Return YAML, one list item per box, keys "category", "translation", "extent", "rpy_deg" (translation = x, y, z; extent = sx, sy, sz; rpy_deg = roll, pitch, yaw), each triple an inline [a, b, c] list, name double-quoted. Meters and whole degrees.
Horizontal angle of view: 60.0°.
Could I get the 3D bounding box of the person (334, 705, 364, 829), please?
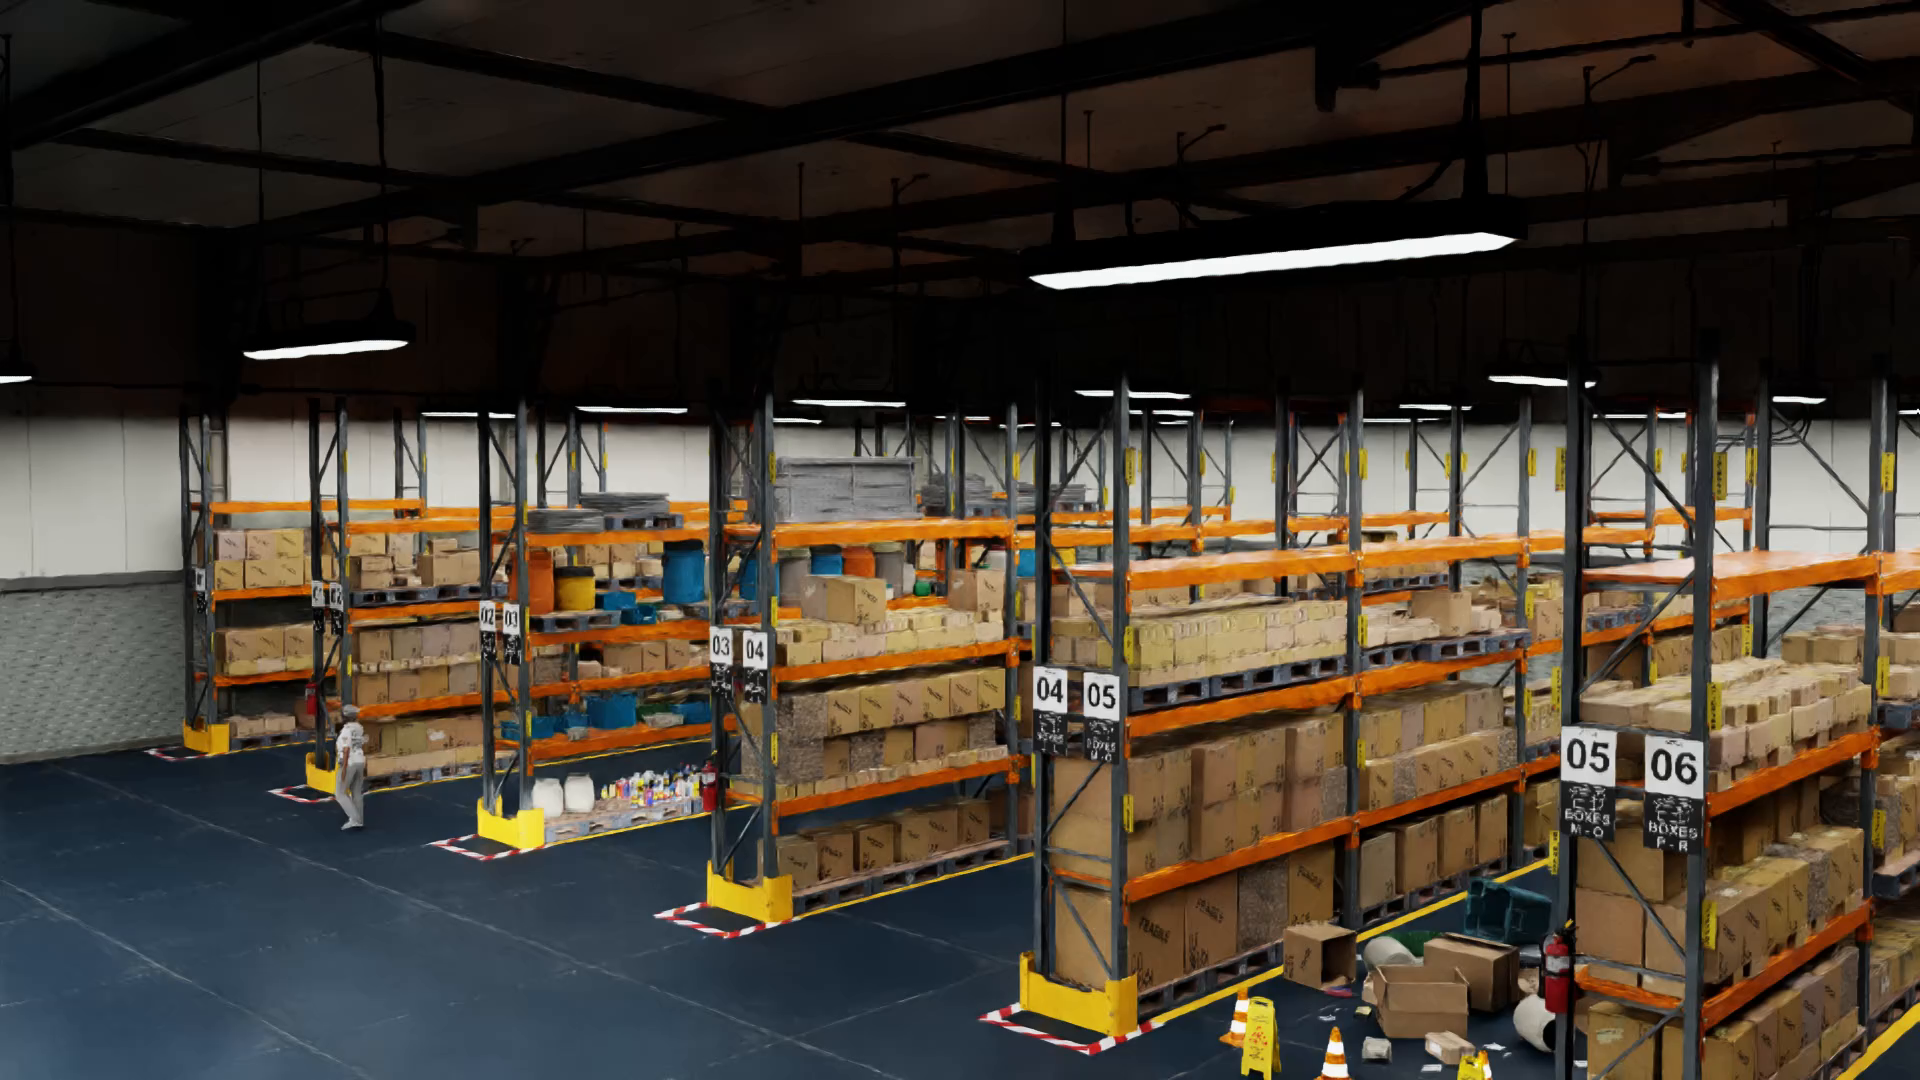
- category: "person"
  translation: [-8.370, 3.118, 22.843]
  extent: [0.390, 1.669, 0.575]
  rpy_deg: [1, 3, 12]
